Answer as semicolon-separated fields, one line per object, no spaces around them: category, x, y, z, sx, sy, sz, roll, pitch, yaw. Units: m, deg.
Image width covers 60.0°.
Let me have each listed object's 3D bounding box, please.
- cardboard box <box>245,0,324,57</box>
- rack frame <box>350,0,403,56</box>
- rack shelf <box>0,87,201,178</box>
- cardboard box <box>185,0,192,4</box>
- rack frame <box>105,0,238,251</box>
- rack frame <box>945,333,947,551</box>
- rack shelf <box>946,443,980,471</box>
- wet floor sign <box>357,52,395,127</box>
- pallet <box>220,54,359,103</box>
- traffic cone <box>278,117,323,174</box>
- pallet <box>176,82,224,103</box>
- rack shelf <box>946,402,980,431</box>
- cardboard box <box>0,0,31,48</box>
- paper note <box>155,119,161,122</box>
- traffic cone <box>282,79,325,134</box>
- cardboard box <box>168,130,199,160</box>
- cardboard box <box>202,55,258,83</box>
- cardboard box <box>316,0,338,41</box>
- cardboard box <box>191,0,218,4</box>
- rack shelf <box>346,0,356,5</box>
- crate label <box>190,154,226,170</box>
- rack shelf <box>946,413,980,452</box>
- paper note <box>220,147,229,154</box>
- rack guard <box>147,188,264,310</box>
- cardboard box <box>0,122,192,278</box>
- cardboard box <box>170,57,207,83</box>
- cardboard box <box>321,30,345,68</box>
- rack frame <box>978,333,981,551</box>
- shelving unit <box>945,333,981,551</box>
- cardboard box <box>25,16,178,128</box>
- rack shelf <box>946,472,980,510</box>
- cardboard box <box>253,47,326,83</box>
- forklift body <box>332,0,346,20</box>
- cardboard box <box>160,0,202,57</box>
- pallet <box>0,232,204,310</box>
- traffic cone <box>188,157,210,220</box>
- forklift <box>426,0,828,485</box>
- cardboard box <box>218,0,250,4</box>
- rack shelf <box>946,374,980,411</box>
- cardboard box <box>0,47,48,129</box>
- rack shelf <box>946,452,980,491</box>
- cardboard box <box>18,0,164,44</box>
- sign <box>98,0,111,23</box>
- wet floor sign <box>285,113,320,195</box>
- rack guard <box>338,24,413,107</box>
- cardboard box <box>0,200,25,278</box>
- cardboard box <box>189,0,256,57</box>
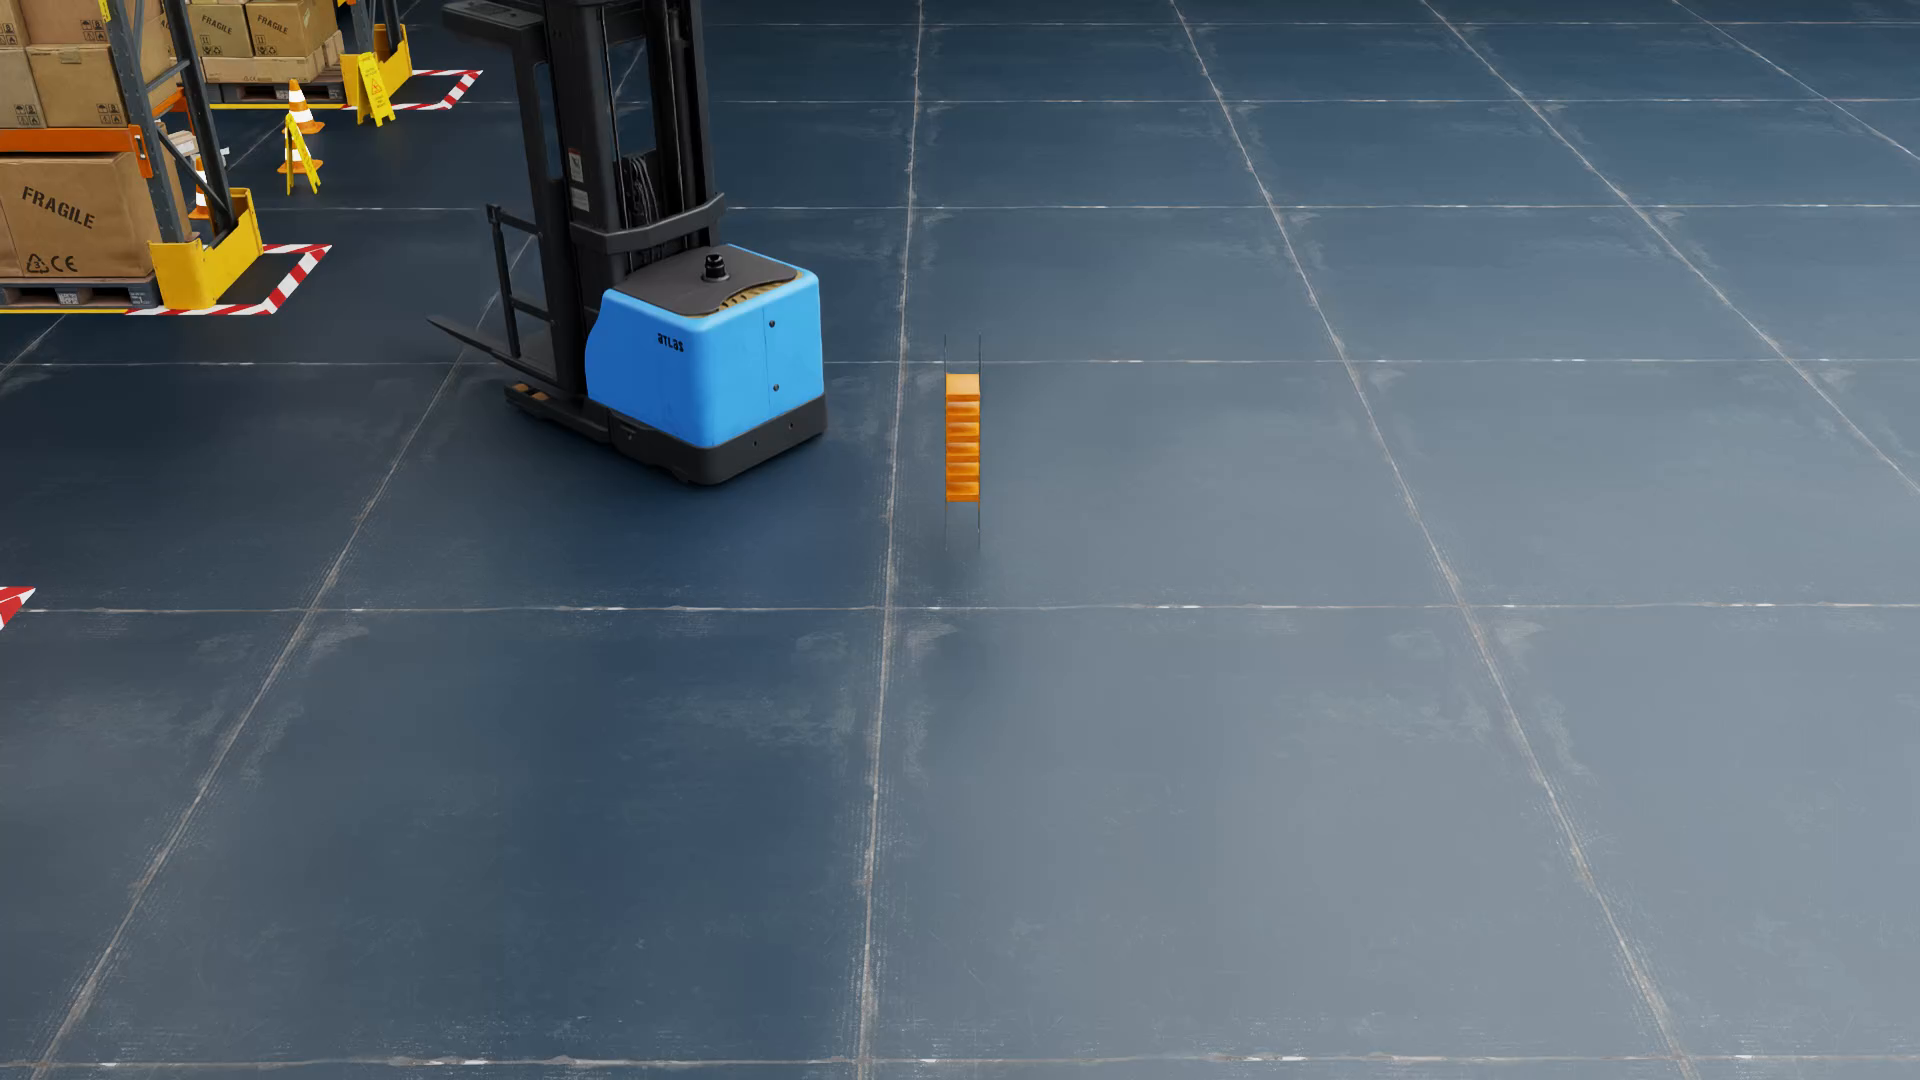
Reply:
cardboard box;-6.540;-4.999;16.121;0.500;0.500;0.500;0;31;0
rack frame;-5.740;-5.813;15.939;0.127;3.000;1.000;0;31;0
rack shelf;-7.609;-2.932;11.883;4.000;0.370;1.077;0;31;0
cardboard box;-7.421;-5.242;15.895;0.250;0.149;0.380;1;31;2
rack frame;-5.609;-3.245;11.707;0.127;3.000;1.000;0;31;0
rack frame;-0.077;-0.513;8.938;0.006;1.200;0.240;0;31;0
rack shelf;0.014;-0.475;8.962;0.180;0.103;0.258;0;31;0
wet floor sign;-5.544;-4.252;15.635;0.232;0.644;0.267;10;33;17
pallet;-6.629;-4.636;16.688;1.213;0.211;1.003;0;31;0
traffic cone;-5.816;-3.483;14.544;0.334;0.463;0.336;0;31;0
pallet;-7.846;-4.634;16.684;1.213;0.211;1.003;0;31;0
rack shelf;0.014;-0.680;8.837;0.180;0.103;0.258;0;31;0
cardboard box;-6.530;-3.740;11.338;0.550;0.550;0.875;0;31;0
paper note;-7.644;-3.949;15.729;0.148;0.019;0.142;-11;33;-17
traffic cone;-6.162;-4.058;15.492;0.334;0.463;0.336;0;31;0
cardboard box;-7.038;-3.542;14.944;0.250;0.149;0.380;16;35;25
cardboard box;-7.065;-4.677;16.313;0.500;0.250;0.500;0;31;0
cardboard box;-6.572;-5.278;16.580;0.500;0.500;0.500;-1;31;-2
cardboard box;-7.158;-5.242;15.895;0.250;0.149;0.380;0;31;1
rack shelf;-7.740;-5.499;16.115;4.000;0.370;1.077;0;31;0
crate label;-6.601;-3.309;14.572;0.298;0.136;0.250;-17;35;-26
rack shelf;0.014;-0.578;8.900;0.180;0.103;0.258;0;31;0
paper note;-6.673;-3.508;15.002;0.142;0.019;0.148;-11;33;-17
rack guard;-5.585;-2.177;12.356;0.348;0.500;1.175;0;31;0
cardboard box;-6.287;-2.480;12.089;0.875;0.875;0.875;0;31;0
cardboard box;-7.588;-4.673;16.305;0.500;0.250;0.500;-1;31;-2
cardboard box;-6.548;-4.958;16.775;0.500;0.250;0.500;0;31;-1
rack frame;0.106;-0.513;8.939;0.006;1.200;0.240;0;31;0
shelving unit;0.014;-0.513;8.939;0.189;1.200;0.258;0;31;0
cardboard box;-5.980;-3.285;11.628;0.550;0.550;0.875;0;31;0
rack shelf;0.014;-0.270;9.086;0.180;0.103;0.258;0;31;0
cardboard box;-6.571;-4.674;16.309;0.500;0.250;0.500;0;31;-1
forklift body;-7.659;-7.072;18.833;1.214;2.155;2.313;0;31;0
cardboard box;-7.566;-4.998;16.119;0.500;0.500;0.500;-1;31;-1
pallet;-6.408;-2.010;12.360;1.213;0.211;1.003;0;31;0
traffic cone;-6.149;-2.896;13.576;0.334;0.463;0.336;0;31;0
forklift;-2.267;-2.203;10.055;3.031;2.935;1.130;24;38;33
cardboard box;-6.906;-5.241;15.894;0.250;0.149;0.380;1;31;1
rack shelf;0.014;-0.783;8.775;0.180;0.103;0.258;0;31;0
cardboard box;-6.530;-3.272;11.606;0.550;0.550;0.875;0;31;0
rack shelf;0.014;-0.372;9.024;0.180;0.103;0.258;0;31;0
cardboard box;-5.980;-3.790;11.419;0.550;0.550;0.875;0;31;0
sign;-5.620;-3.560;10.881;0.005;0.325;0.100;0;31;0
wet floor sign;-5.592;-3.266;14.011;0.232;0.644;0.267;-5;32;-9
rack guard;-5.816;-4.744;16.587;0.348;0.500;1.175;0;31;0
cardboard box;-7.167;-2.476;12.083;0.875;0.875;0.875;-1;31;-1
cardboard box;-7.061;-4.996;16.116;0.500;0.500;0.500;1;31;2
